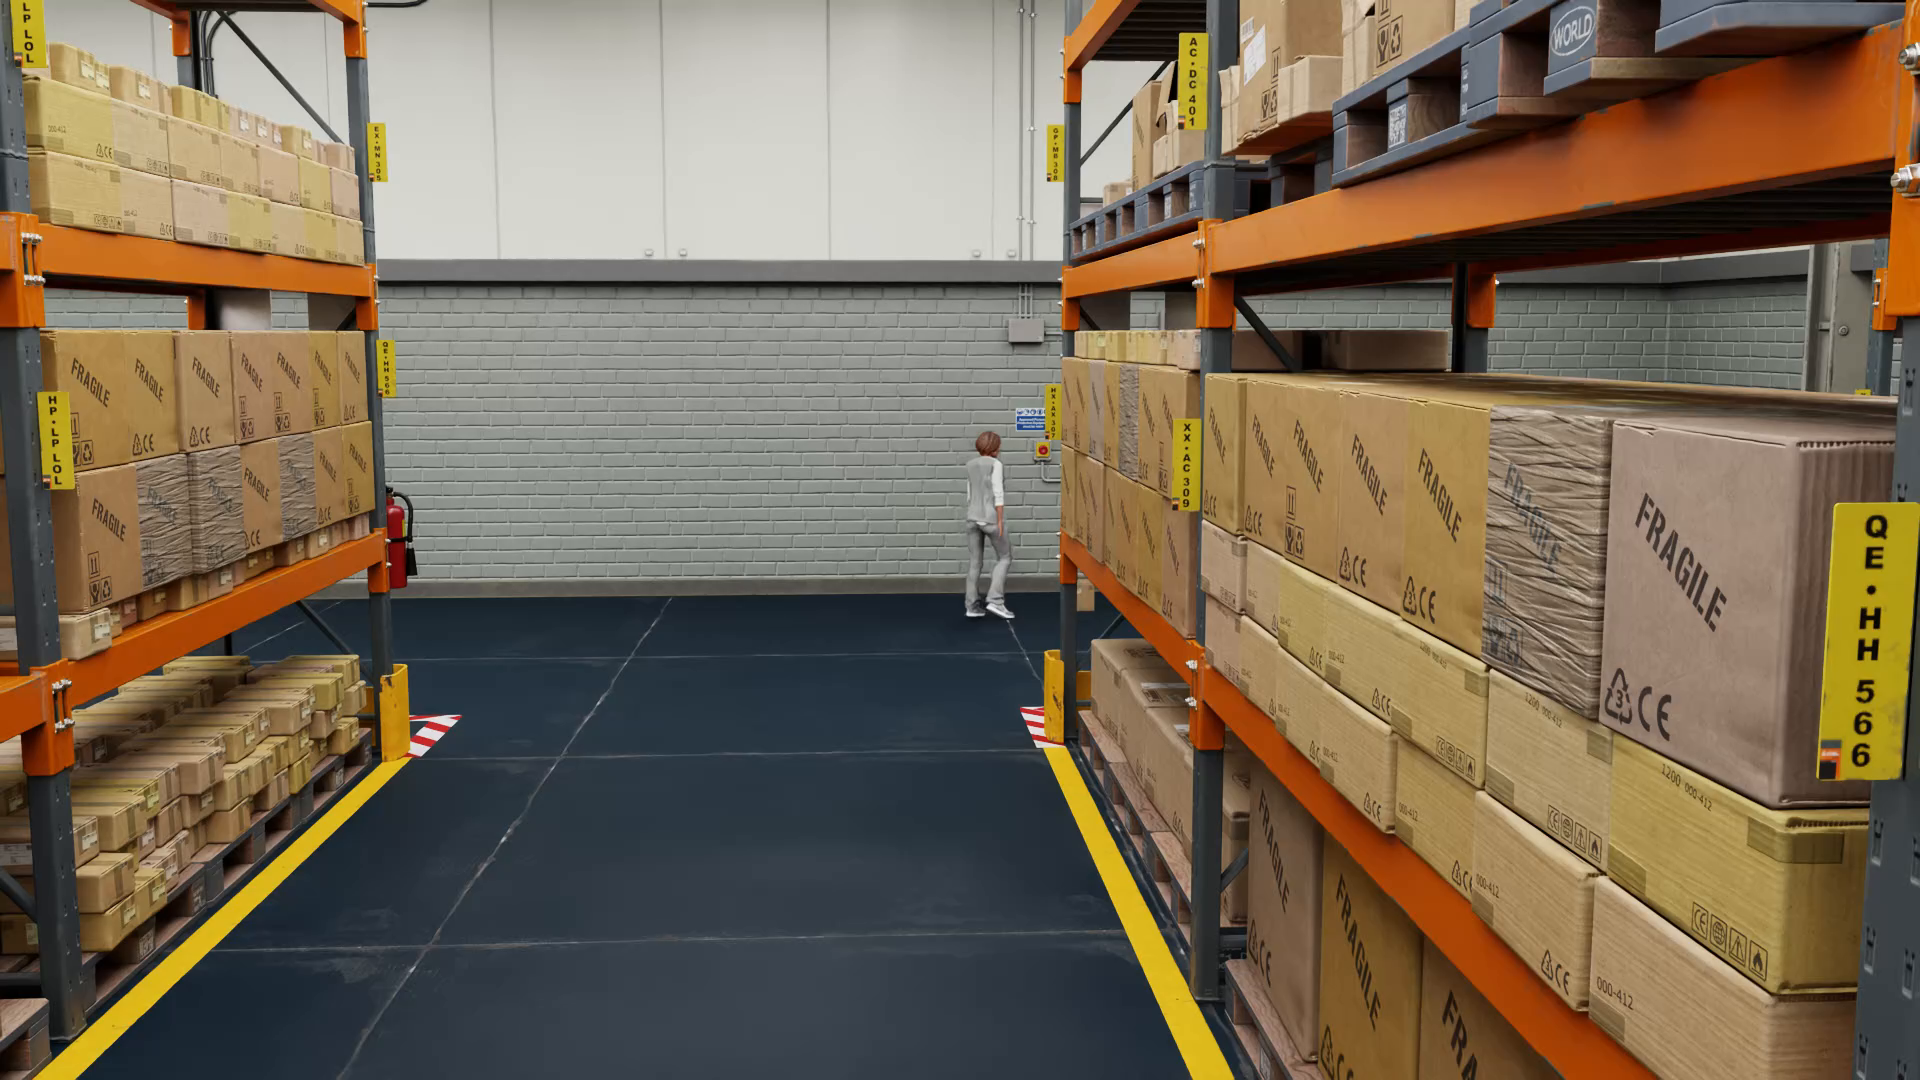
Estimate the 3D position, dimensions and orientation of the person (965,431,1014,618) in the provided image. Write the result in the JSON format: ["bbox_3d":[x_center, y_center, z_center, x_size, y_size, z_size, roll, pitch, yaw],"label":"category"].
[{"bbox_3d":[0.207,-0.121,14.200,0.449,1.600,0.446,5,8,33],"label":"person"}]
